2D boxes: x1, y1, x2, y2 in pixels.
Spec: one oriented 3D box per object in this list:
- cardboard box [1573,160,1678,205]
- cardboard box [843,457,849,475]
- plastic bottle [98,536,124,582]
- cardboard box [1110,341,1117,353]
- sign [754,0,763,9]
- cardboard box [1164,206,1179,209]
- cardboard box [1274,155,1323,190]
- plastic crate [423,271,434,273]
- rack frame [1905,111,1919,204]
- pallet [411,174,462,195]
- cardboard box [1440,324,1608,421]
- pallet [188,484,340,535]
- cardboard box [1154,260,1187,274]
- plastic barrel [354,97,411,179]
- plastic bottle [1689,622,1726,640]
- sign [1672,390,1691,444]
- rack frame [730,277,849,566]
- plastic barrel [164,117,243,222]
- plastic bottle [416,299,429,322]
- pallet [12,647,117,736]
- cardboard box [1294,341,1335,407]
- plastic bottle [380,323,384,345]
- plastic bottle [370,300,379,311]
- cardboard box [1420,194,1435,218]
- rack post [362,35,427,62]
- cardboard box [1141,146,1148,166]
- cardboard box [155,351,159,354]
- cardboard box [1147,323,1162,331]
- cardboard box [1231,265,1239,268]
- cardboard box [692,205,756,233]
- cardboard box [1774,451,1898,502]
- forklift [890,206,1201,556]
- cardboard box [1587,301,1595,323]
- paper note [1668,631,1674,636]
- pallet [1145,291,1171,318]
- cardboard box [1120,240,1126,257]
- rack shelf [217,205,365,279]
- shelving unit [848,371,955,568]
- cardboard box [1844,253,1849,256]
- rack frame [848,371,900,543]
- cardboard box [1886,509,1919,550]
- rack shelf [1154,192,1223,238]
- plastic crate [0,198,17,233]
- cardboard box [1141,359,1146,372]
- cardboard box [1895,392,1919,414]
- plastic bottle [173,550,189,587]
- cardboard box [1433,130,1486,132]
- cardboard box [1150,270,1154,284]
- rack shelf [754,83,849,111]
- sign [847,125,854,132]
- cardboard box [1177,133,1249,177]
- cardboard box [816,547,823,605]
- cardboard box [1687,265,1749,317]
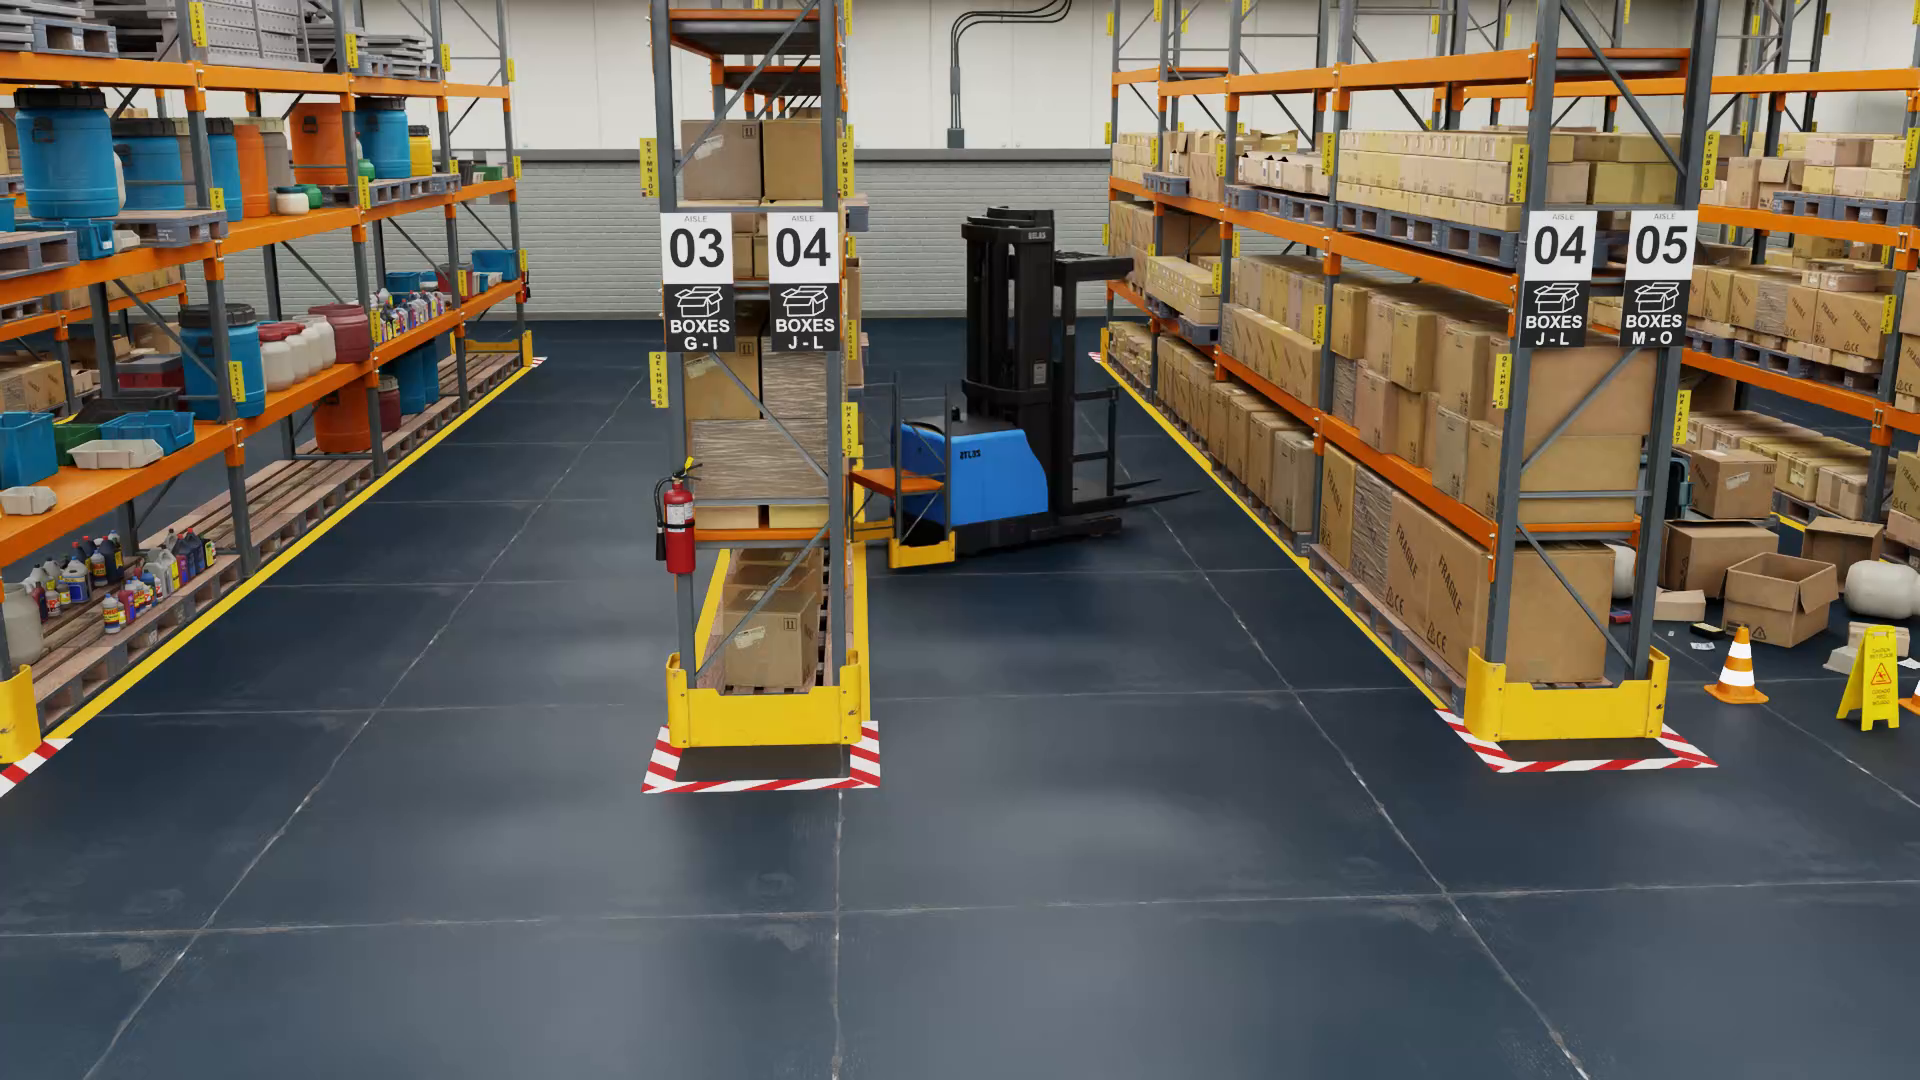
[{"bbox_3d":[3.990,-2.172,10.088,0.500,0.250,0.500,-1,14,-4],"label":"cardboard box"},{"bbox_3d":[-0.969,-0.548,11.640,0.380,0.149,0.250,-1,14,-3],"label":"cardboard box"},{"bbox_3d":[-6.604,0.136,12.911,0.144,0.351,0.185,-1,14,-3],"label":"plastic bottle"},{"bbox_3d":[2.485,-2.938,25.306,0.380,0.149,0.250,-1,14,-2],"label":"cardboard box"},{"bbox_3d":[-2.492,-6.637,20.569,0.100,0.325,0.005,-1,14,-3],"label":"sign"},{"bbox_3d":[3.158,-4.431,23.424,0.500,0.500,0.500,-1,14,-5],"label":"cardboard box"},{"bbox_3d":[3.188,-3.360,15.183,0.500,0.311,0.500,-1,14,-5],"label":"cardboard box"},{"bbox_3d":[-7.359,-3.677,23.513,0.416,0.233,0.300,-1,14,-3],"label":"plastic crate"},{"bbox_3d":[8.450,-4.273,13.576,1.000,3.000,0.127,-1,14,-3],"label":"rack frame"},{"bbox_3d":[-6.734,-4.296,20.063,1.213,0.211,1.003,-1,14,-3],"label":"pallet"},{"bbox_3d":[3.653,-1.096,10.797,0.875,0.550,0.550,-1,14,-3],"label":"cardboard box"},{"bbox_3d":[-6.550,-0.287,15.718,1.003,0.211,1.213,-1,14,-3],"label":"pallet"},{"bbox_3d":[2.622,-3.388,20.641,0.380,0.149,0.250,-1,14,-3],"label":"cardboard box"},{"bbox_3d":[-6.621,-4.605,19.036,0.600,0.901,0.708,-1,14,-3],"label":"plastic barrel"},{"bbox_3d":[5.508,0.666,12.313,0.133,0.061,0.283,-6,16,-23],"label":"plastic bottle"},{"bbox_3d":[4.318,-0.736,9.972,0.100,0.325,0.005,-1,14,-3],"label":"sign"},{"bbox_3d":[-1.441,-1.215,13.729,1.000,3.000,0.127,-1,14,-3],"label":"rack frame"},{"bbox_3d":[-6.713,-3.283,14.739,0.600,0.901,0.708,-1,14,-3],"label":"plastic barrel"},{"bbox_3d":[-6.479,-2.759,19.978,0.152,0.276,0.135,-1,14,-3],"label":"plastic bottle"},{"bbox_3d":[-6.233,0.986,10.769,1.003,0.211,1.213,-1,14,-3],"label":"pallet"},{"bbox_3d":[3.217,-1.441,14.405,0.500,0.500,0.500,-1,14,-4],"label":"cardboard box"},{"bbox_3d":[-6.311,-2.272,18.071,0.061,0.283,0.133,-1,14,-3],"label":"plastic bottle"},{"bbox_3d":[-7.022,-2.719,19.824,0.152,0.276,0.135,-1,14,-3],"label":"plastic bottle"},{"bbox_3d":[3.327,-2.248,11.185,0.380,0.149,0.250,-1,14,-3],"label":"cardboard box"},{"bbox_3d":[-6.859,-5.787,19.611,0.937,0.300,0.954,-1,14,-4],"label":"rack post"},{"bbox_3d":[2.717,-5.119,22.179,0.500,0.250,0.500,-1,15,-6],"label":"cardboard box"},{"bbox_3d":[-11.857,-2.655,24.128,0.380,0.166,0.250,-1,14,-3],"label":"cardboard box"},{"bbox_3d":[3.016,-3.171,25.014,0.380,0.149,0.250,-1,14,-2],"label":"cardboard box"},{"bbox_3d":[3.320,-3.205,19.931,0.380,0.149,0.250,-2,15,-6],"label":"cardboard box"},{"bbox_3d":[-1.421,-1.924,9.966,0.380,0.149,0.250,-1,14,-5],"label":"cardboard box"},{"bbox_3d":[8.367,-0.608,15.800,0.950,0.372,0.625,0,14,0],"label":"cardboard box"},{"bbox_3d":[0.877,-1.542,15.137,3.031,2.935,1.130,-9,17,-32],"label":"forklift"},{"bbox_3d":[7.790,-2.791,20.154,0.500,0.250,0.500,-1,14,-4],"label":"cardboard box"},{"bbox_3d":[5.267,0.693,12.312,0.032,0.001,0.123,7,16,26],"label":"paper note"},{"bbox_3d":[2.922,-2.971,20.938,1.003,0.211,1.213,-1,14,-3],"label":"pallet"},{"bbox_3d":[2.601,-4.073,24.038,0.500,0.500,0.500,-1,14,-3],"label":"cardboard box"},{"bbox_3d":[-6.508,-2.740,15.081,1.077,0.370,4.000,-1,14,-3],"label":"rack shelf"},{"bbox_3d":[-0.537,-0.631,14.263,0.587,1.500,1.083,-6,14,-26],"label":"shelving unit"},{"bbox_3d":[13.011,-4.140,24.800,0.500,0.250,0.500,0,14,-2],"label":"cardboard box"},{"bbox_3d":[-0.761,-0.730,14.698,0.500,1.500,0.032,-6,14,-26],"label":"rack frame"},{"bbox_3d":[8.217,-0.089,14.028,0.500,0.250,0.500,-2,15,-6],"label":"cardboard box"},{"bbox_3d":[3.144,-3.863,19.445,1.077,0.370,4.000,-1,14,-3],"label":"rack shelf"},{"bbox_3d":[-6.555,-2.058,11.019,0.392,0.384,0.575,-1,14,-3],"label":"plastic crate"},{"bbox_3d":[2.654,-2.363,22.474,0.380,0.149,0.250,-2,15,-6],"label":"cardboard box"},{"bbox_3d":[8.150,-1.163,14.031,0.380,0.149,0.250,-1,14,-4],"label":"cardboard box"},{"bbox_3d":[-5.993,0.207,12.770,0.061,0.283,0.133,0,14,0],"label":"plastic bottle"},{"bbox_3d":[3.872,-3.087,12.844,0.380,0.149,0.250,-1,14,-4],"label":"cardboard box"},{"bbox_3d":[2.604,-3.312,20.945,0.380,0.149,0.250,-1,14,-5],"label":"cardboard box"},{"bbox_3d":[-1.813,-5.071,18.921,1.077,0.370,4.000,-1,14,-3],"label":"rack shelf"},{"bbox_3d":[-1.642,-6.048,24.873,0.100,0.325,0.005,-1,14,-3],"label":"sign"},{"bbox_3d":[2.985,-4.576,19.722,0.797,0.503,0.637,-1,14,-4],"label":"cardboard box"},{"bbox_3d":[-1.296,0.188,12.451,0.500,0.500,0.500,-2,15,-8],"label":"cardboard box"},{"bbox_3d":[7.999,-2.643,17.639,0.500,0.500,0.500,-1,14,-5],"label":"cardboard box"}]
